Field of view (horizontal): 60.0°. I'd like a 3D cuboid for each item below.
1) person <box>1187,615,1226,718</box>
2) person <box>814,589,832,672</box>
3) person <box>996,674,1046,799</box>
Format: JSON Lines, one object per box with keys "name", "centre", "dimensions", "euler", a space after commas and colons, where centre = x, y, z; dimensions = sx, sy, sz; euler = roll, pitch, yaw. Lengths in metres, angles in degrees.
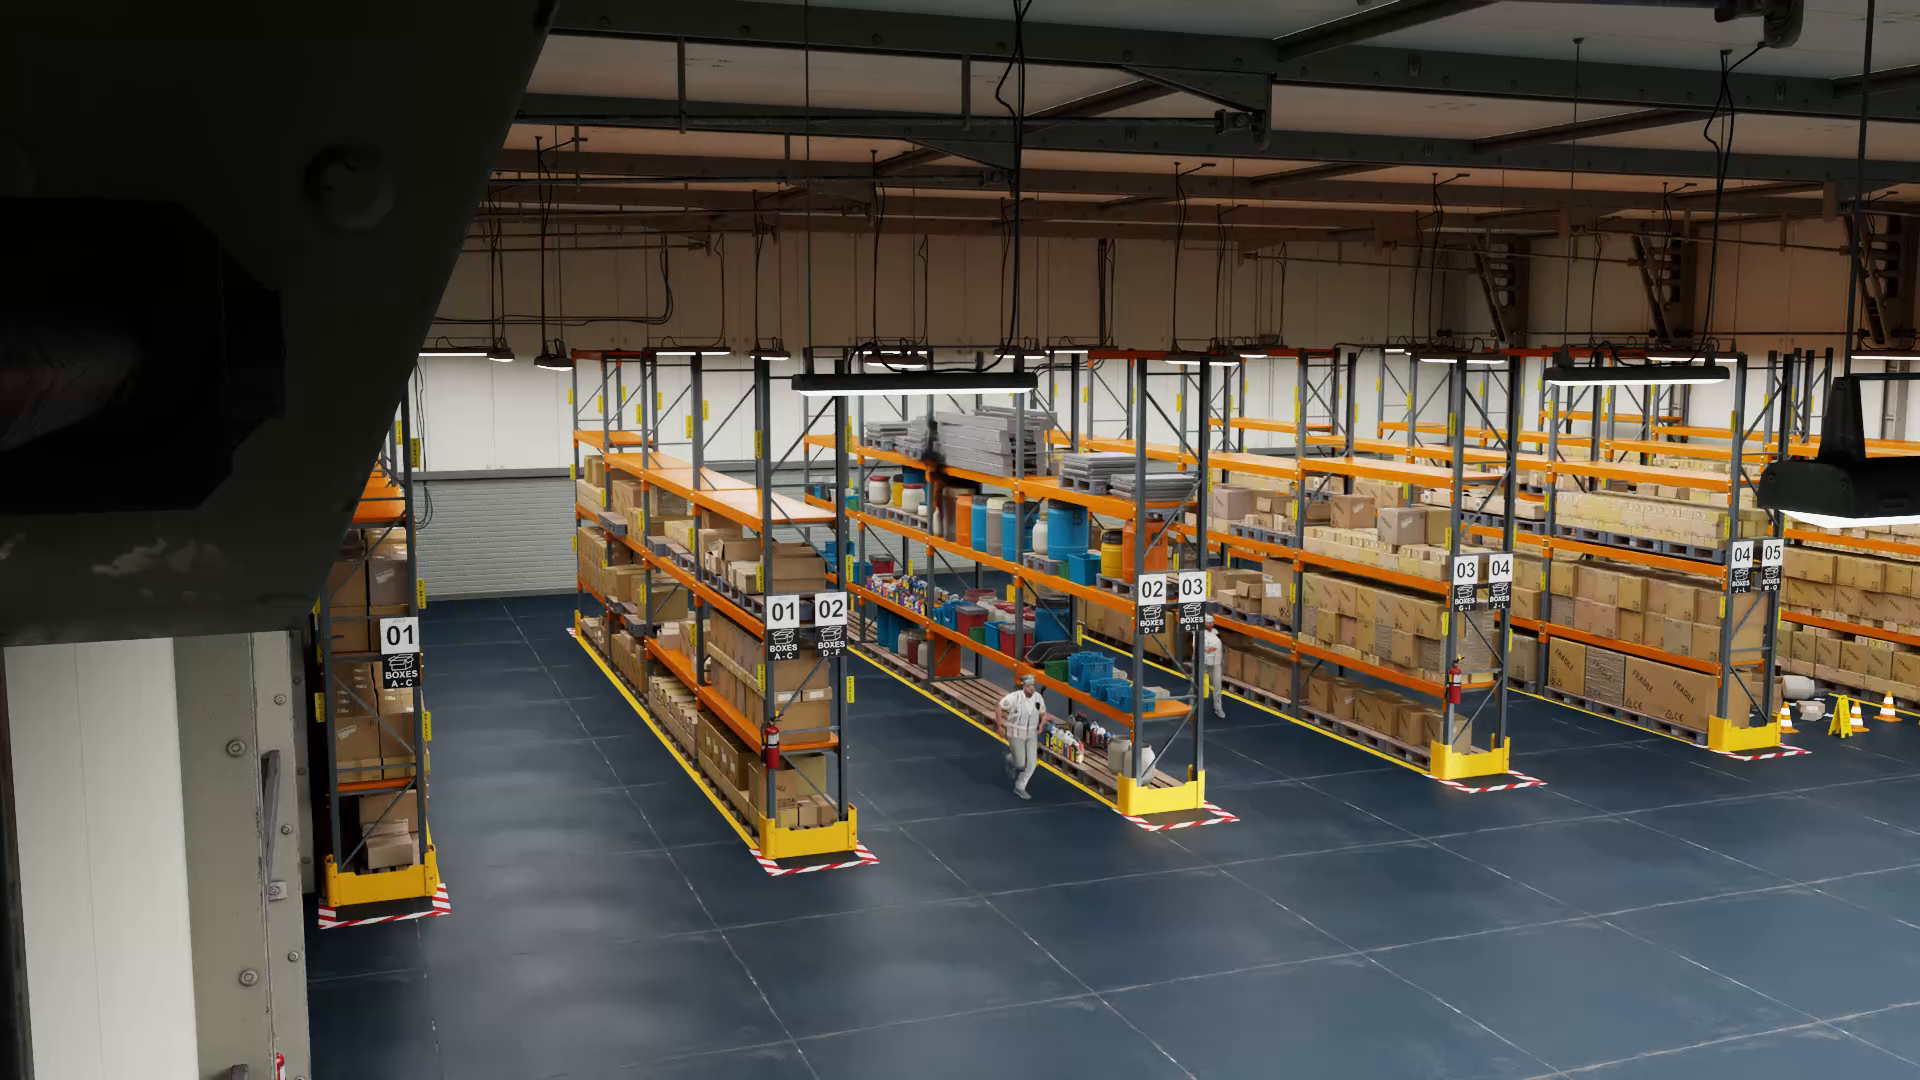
{"name": "person", "centre": [4.124, 2.065, 27.638], "dimensions": [0.607, 1.641, 0.941], "euler": [-3, 8, -20]}
{"name": "person", "centre": [-2.527, 1.692, 31.064], "dimensions": [0.558, 1.603, 0.646], "euler": [-1, 7, -12]}
{"name": "person", "centre": [0.862, 2.669, 22.786], "dimensions": [0.701, 1.740, 0.671], "euler": [-3, 8, -21]}
